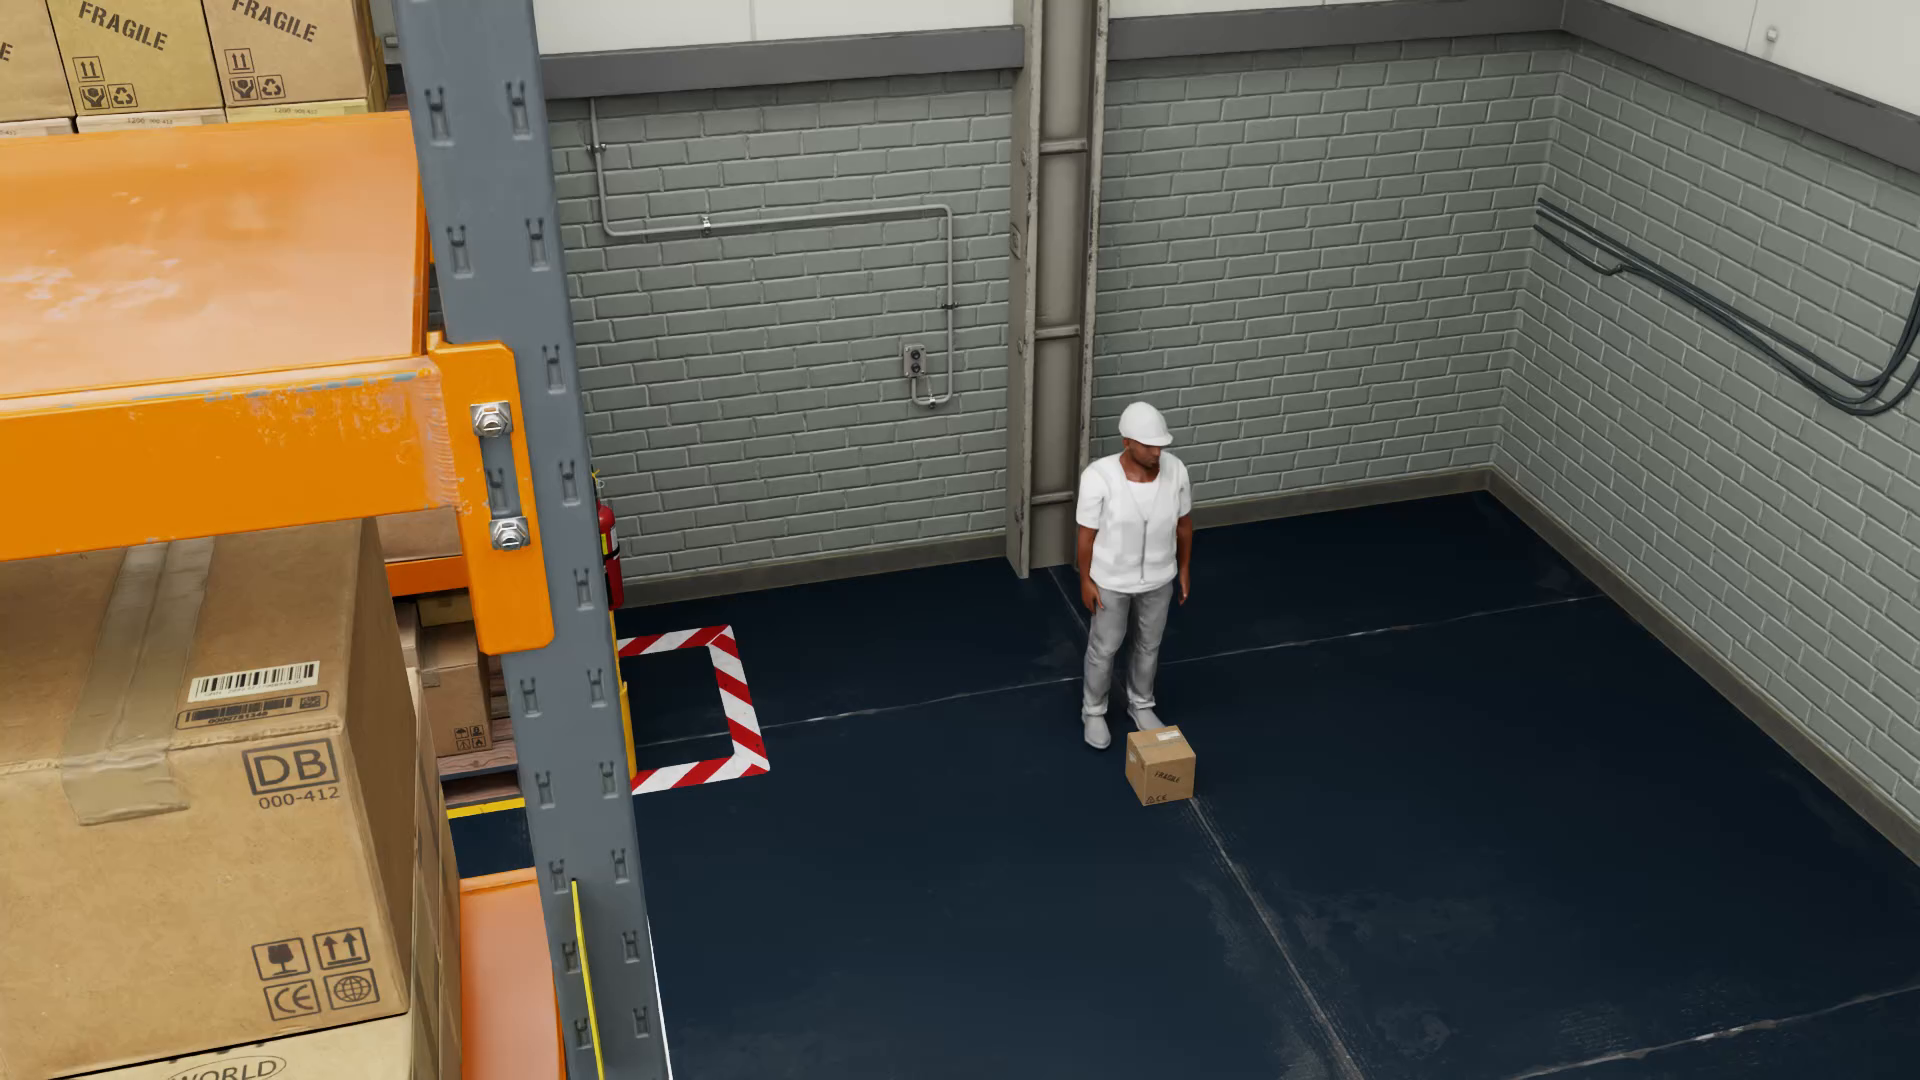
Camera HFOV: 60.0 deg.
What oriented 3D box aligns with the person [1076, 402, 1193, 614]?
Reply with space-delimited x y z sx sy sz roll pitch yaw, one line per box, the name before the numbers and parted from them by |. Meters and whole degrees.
person | 0.830 -0.139 7.747 0.572 1.064 0.338 -7 31 -12
